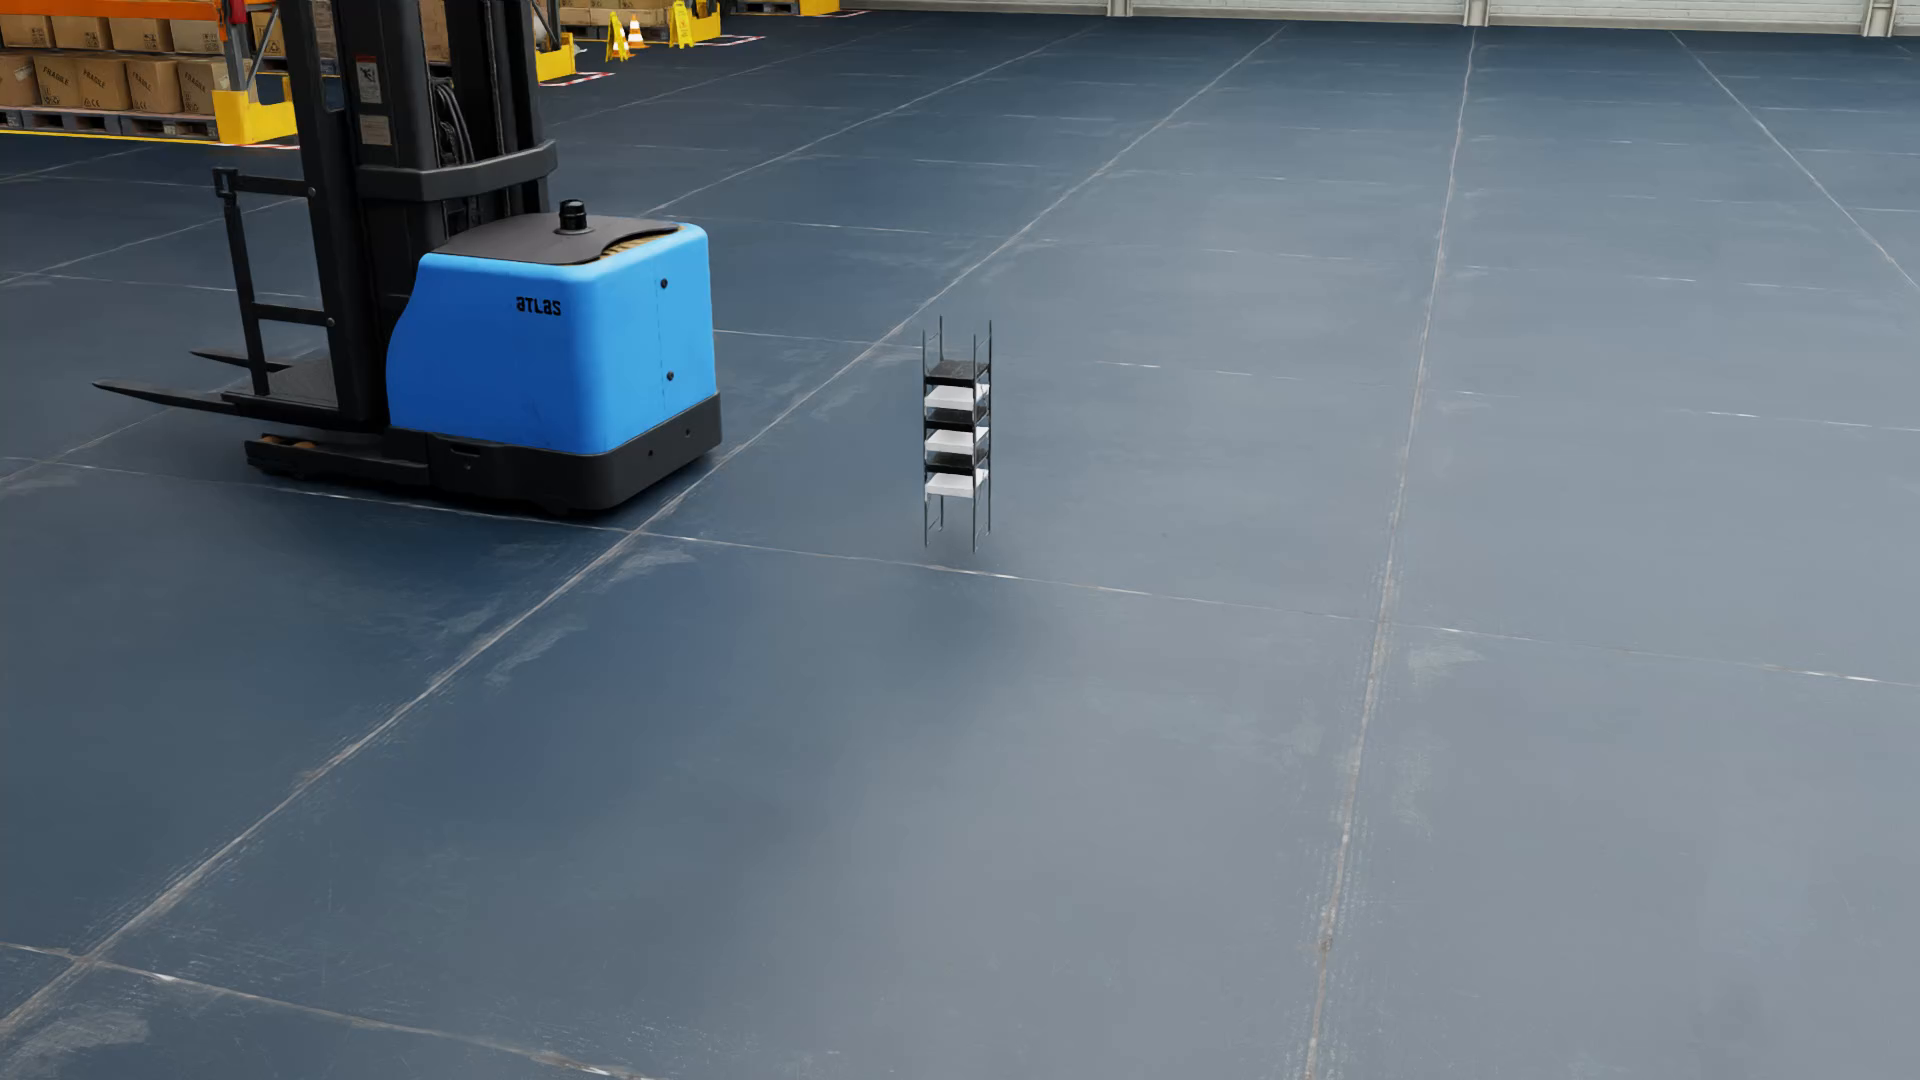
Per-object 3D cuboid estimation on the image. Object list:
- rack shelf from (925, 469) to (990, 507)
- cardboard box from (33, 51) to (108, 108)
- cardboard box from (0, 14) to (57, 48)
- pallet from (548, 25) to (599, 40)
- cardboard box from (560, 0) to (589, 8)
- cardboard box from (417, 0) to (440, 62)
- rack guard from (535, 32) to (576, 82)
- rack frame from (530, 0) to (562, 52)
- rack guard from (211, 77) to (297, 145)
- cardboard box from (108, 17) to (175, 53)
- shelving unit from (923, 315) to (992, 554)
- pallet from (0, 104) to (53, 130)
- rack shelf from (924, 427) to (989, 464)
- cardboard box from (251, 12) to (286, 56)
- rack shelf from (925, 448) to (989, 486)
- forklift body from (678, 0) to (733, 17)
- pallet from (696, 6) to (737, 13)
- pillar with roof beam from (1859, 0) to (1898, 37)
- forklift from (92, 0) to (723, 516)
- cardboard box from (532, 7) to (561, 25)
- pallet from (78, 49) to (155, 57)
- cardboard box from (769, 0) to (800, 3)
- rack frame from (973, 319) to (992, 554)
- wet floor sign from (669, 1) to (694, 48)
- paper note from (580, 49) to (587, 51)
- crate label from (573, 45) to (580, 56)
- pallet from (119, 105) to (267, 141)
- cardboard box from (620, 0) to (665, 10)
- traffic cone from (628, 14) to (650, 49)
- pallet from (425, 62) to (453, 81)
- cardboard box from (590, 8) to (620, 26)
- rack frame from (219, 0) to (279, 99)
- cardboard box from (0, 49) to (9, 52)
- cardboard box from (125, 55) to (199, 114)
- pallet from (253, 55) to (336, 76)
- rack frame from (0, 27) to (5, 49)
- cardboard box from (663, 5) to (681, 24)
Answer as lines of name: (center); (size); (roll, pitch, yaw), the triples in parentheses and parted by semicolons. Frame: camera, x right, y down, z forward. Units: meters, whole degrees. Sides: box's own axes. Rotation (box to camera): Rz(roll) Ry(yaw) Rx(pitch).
rack shelf: (-0.008, -0.220, 6.682); (0.200, 0.077, 0.258); (7, 23, 16)
cardboard box: (-9.114, -4.751, 17.141); (0.500, 0.500, 0.500); (4, 23, 11)
cardboard box: (-12.396, -7.155, 22.671); (0.750, 0.750, 1.050); (6, 23, 15)
pallet: (-5.966, -7.988, 25.966); (1.213, 0.211, 1.003); (7, 23, 16)
cardboard box: (-5.785, -8.410, 25.401); (0.500, 0.500, 0.500); (6, 23, 14)
cardboard box: (-6.806, -6.581, 21.108); (0.875, 0.875, 0.875); (6, 23, 15)
rack guard: (-5.271, -6.065, 20.897); (0.348, 0.500, 1.175); (7, 23, 16)
rack frame: (-5.294, -7.224, 20.429); (0.127, 3.000, 1.000); (7, 23, 16)
rack guard: (-6.896, -4.285, 16.557); (0.348, 0.500, 1.175); (7, 23, 16)
cardboard box: (-10.666, -6.958, 22.192); (0.750, 0.750, 1.050); (7, 23, 15)
shelving unit: (-0.008, -0.417, 6.601); (0.210, 0.900, 0.258); (7, 23, 16)
pallet: (-10.000, -4.521, 17.512); (1.213, 0.211, 1.003); (7, 23, 16)
rack shelf: (-0.008, -0.386, 6.614); (0.200, 0.077, 0.258); (7, 23, 16)
cardboard box: (-8.542, -6.779, 21.591); (0.875, 0.875, 0.875); (7, 23, 16)
rack shelf: (-0.008, -0.303, 6.648); (0.200, 0.077, 0.258); (7, 23, 16)
forklift body: (-4.873, -9.990, 28.290); (1.214, 2.155, 2.313); (7, 23, 16)
pallet: (-4.439, -9.750, 30.262); (1.213, 0.211, 1.003); (7, 23, 15)
pillar with roof beam: (13.052, -10.479, 20.460); (0.400, 9.000, 9.100); (7, 23, 16)
forklift: (-2.666, -1.802, 7.302); (3.031, 2.935, 1.130); (9, 24, 21)
cardboard box: (-6.281, -8.120, 25.682); (0.500, 0.250, 0.500); (6, 23, 15)
pallet: (-11.056, -6.563, 22.491); (1.213, 0.211, 1.003); (7, 23, 16)
cardboard box: (-3.072, -9.696, 29.526); (0.500, 0.250, 0.500); (7, 23, 16)
rack frame: (0.090, -0.406, 6.574); (0.006, 0.900, 0.240); (7, 23, 16)
wet floor sign: (-4.088, -7.535, 24.288); (0.232, 0.644, 0.267); (16, 27, 34)
paper note: (-5.441, -7.040, 23.893); (0.142, 0.019, 0.148); (-1, 22, -3)
crate label: (-5.511, -6.911, 23.437); (0.298, 0.136, 0.250); (-5, 23, -12)
pallet: (-7.664, -4.253, 16.860); (1.213, 0.211, 1.003); (7, 23, 16)
cardboard box: (-4.803, -8.296, 25.123); (0.500, 0.500, 0.500); (7, 23, 16)
traffic cone: (-4.745, -7.438, 24.294); (0.334, 0.463, 0.336); (7, 23, 16)
pallet: (-6.082, -5.993, 21.102); (1.213, 0.211, 1.003); (7, 23, 15)
cardboard box: (-5.306, -8.006, 25.405); (0.500, 0.250, 0.500); (7, 23, 16)
rack frame: (-6.824, -5.433, 16.062); (0.127, 3.000, 1.000); (7, 23, 16)
cardboard box: (-10.282, -4.851, 17.384); (0.500, 0.500, 0.500); (6, 23, 14)
cardboard box: (-7.999, -4.598, 16.768); (0.500, 0.500, 0.500); (13, 26, 29)
pallet: (-8.418, -6.261, 21.754); (1.213, 0.211, 1.003); (7, 23, 15)
rack frame: (-12.953, -8.101, 22.567); (0.127, 3.000, 1.000); (7, 23, 16)
cardboard box: (-4.654, -8.145, 25.743); (0.500, 0.250, 0.500); (6, 23, 15)
